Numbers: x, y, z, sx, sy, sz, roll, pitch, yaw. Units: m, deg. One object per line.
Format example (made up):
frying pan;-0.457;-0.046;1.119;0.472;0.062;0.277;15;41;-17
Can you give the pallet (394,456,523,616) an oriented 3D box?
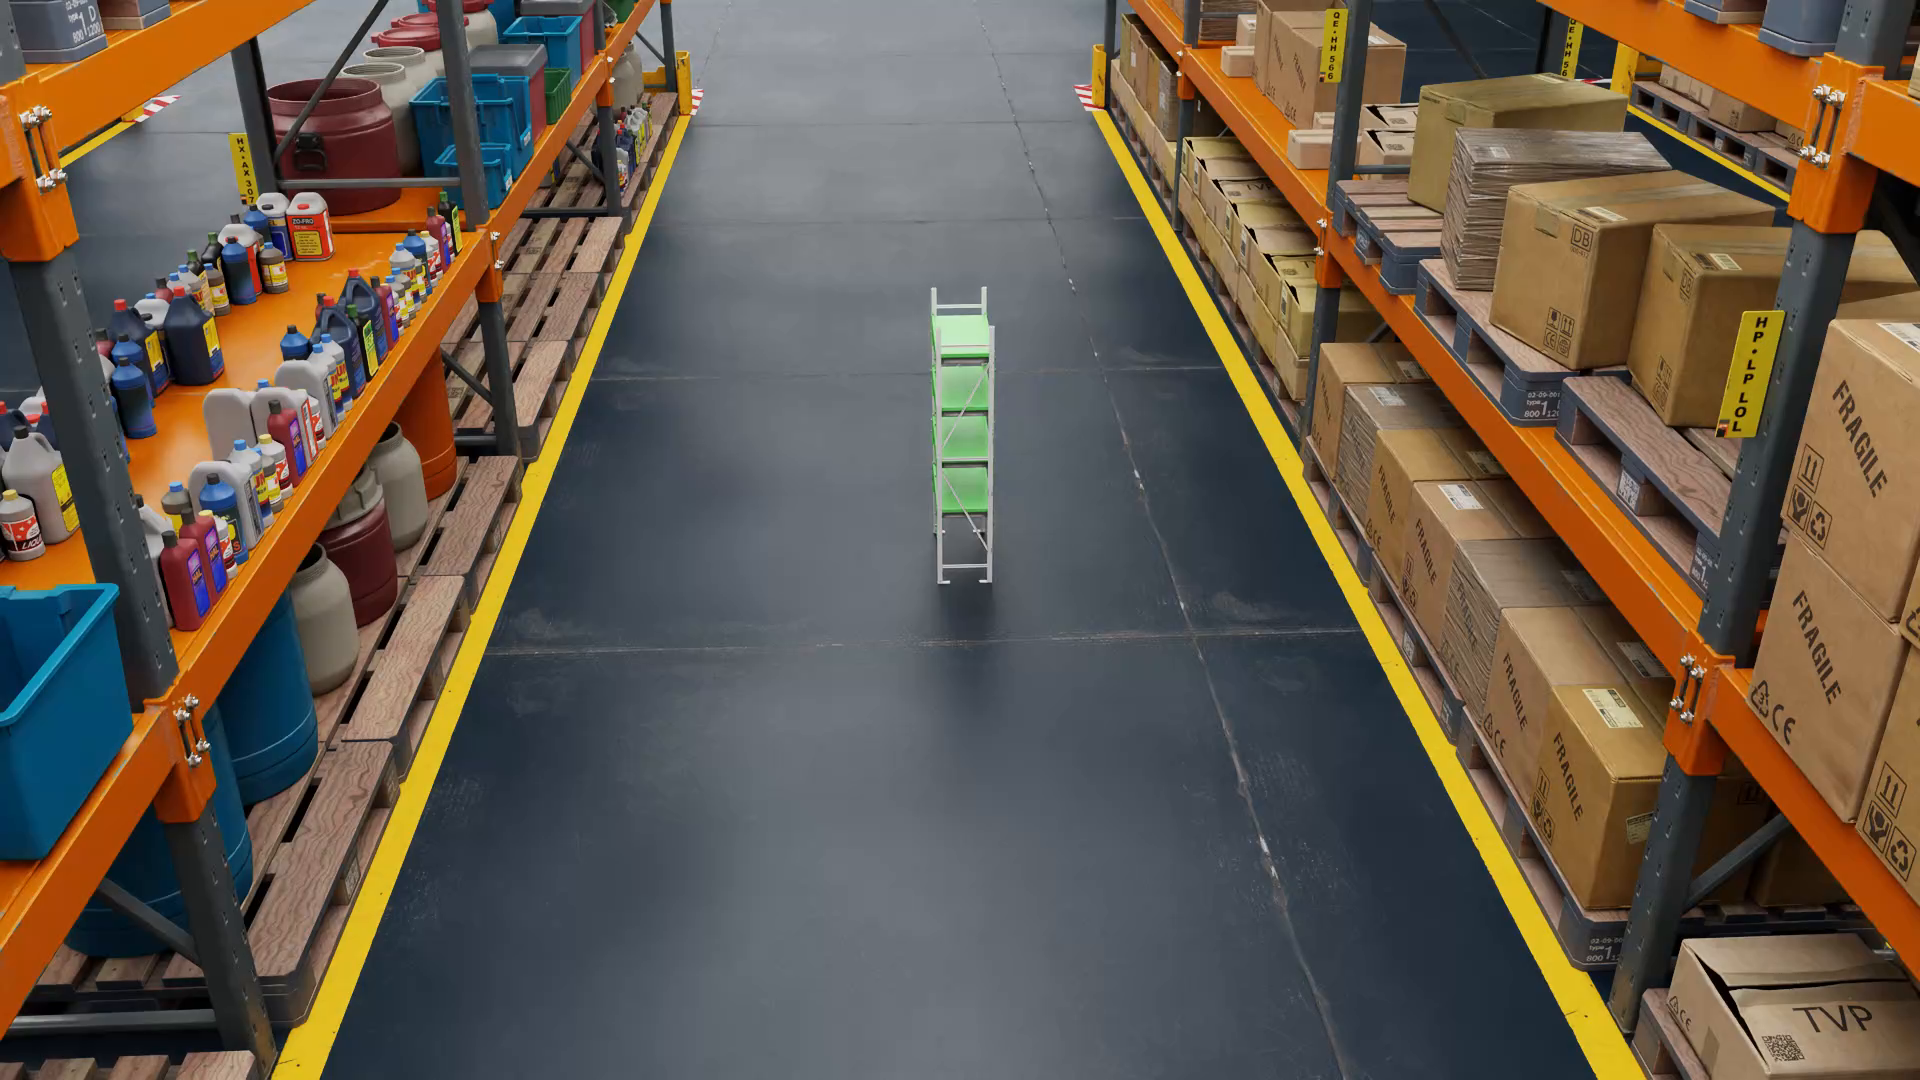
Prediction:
pallet;-2.612;-0.029;7.578;1.003;0.211;1.213;-1;28;-3

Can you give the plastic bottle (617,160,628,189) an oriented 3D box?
plastic bottle;-2.493;-2.682;12.199;0.097;0.201;0.097;0;28;0

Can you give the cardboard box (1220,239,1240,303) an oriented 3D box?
cardboard box;1.898;-1.658;10.205;0.500;0.250;0.500;-1;28;-2

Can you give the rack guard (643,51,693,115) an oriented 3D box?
rack guard;-3.062;-4.181;15.225;1.175;0.500;0.348;-1;28;-3

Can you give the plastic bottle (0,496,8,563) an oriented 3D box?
plastic bottle;-2.848;-0.069;4.773;0.152;0.276;0.135;-1;28;-3

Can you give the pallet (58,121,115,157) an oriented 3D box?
pallet;-8.048;-3.556;14.340;1.003;0.211;1.213;-1;28;-3

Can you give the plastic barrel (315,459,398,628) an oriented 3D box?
plastic barrel;-2.593;0.001;6.657;0.600;0.588;0.708;-1;28;-3

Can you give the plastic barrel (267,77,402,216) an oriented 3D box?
plastic barrel;-3.022;-1.896;7.994;0.600;0.536;0.708;-1;28;-3

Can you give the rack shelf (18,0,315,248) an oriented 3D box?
rack shelf;-2.590;-1.716;5.331;1.077;0.370;4.000;-1;28;-3

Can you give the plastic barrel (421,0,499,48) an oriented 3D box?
plastic barrel;-3.073;-3.089;10.282;0.433;0.535;0.433;0;28;0

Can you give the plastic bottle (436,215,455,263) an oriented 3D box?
plastic bottle;-2.260;-1.310;7.233;0.097;0.201;0.097;0;28;0

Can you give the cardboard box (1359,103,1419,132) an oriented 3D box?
cardboard box;2.399;-2.125;8.676;0.500;0.311;0.500;-2;28;-3

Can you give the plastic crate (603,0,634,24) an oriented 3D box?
plastic crate;-2.693;-4.016;12.435;0.450;0.188;0.662;-1;28;-3

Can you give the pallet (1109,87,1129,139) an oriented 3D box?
pallet;1.916;-3.852;14.908;1.003;0.211;1.213;-1;28;-3

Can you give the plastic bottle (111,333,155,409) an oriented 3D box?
plastic bottle;-2.874;-0.585;5.768;0.097;0.271;0.097;0;28;0

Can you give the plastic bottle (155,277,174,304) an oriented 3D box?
plastic bottle;-2.980;-0.834;6.233;0.061;0.283;0.133;-1;28;-3

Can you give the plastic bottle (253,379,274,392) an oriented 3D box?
plastic bottle;-2.314;-0.439;5.564;0.097;0.201;0.097;0;28;0

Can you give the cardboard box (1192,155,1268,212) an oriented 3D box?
cardboard box;1.837;-2.381;10.985;0.500;0.311;0.500;-2;28;-3

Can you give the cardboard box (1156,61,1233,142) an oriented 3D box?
cardboard box;1.786;-3.333;12.606;0.500;0.500;0.500;-1;28;-3

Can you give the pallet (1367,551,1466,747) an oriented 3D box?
pallet;2.314;0.398;6.759;1.003;0.211;1.213;-1;28;-3

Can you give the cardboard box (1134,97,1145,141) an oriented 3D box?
cardboard box;1.717;-3.462;13.664;0.500;0.250;0.500;-1;28;-3

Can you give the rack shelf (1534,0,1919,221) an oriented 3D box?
rack shelf;2.356;-1.834;5.557;1.077;0.370;4.000;-1;28;-3

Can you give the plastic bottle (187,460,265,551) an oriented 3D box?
plastic bottle;-2.149;-0.118;4.867;0.152;0.276;0.135;-1;28;-3

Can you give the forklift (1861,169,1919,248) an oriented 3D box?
forklift;4.564;-1.608;7.663;1.130;2.935;3.031;-2;28;-3

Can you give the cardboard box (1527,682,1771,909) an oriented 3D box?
cardboard box;2.149;0.793;5.213;0.500;0.500;0.500;-2;28;-3

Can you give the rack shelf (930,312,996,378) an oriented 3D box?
rack shelf;0.009;-0.824;7.134;0.258;0.148;0.480;-1;28;-3

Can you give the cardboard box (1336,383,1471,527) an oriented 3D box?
cardboard box;2.023;-0.374;7.452;0.500;0.500;0.500;-2;28;-5

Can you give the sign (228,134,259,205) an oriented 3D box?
sign;-3.244;-1.684;7.559;0.100;0.325;0.005;-1;28;-3

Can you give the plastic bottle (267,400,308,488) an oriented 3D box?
plastic bottle;-2.125;-0.319;5.245;0.061;0.283;0.133;-1;28;-3

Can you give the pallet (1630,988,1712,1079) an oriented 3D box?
pallet;2.496;1.654;4.350;1.003;0.211;1.213;-1;28;-3

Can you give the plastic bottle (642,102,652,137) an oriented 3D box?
plastic bottle;-2.555;-3.423;13.530;0.061;0.283;0.133;-1;28;-1

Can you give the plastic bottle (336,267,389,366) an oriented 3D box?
plastic bottle;-2.221;-0.828;6.147;0.144;0.351;0.185;-1;28;-3

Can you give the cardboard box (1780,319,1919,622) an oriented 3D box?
cardboard box;2.204;-0.162;3.629;0.500;0.500;0.500;-1;28;-1

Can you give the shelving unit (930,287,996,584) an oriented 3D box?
shelving unit;0.009;-0.456;7.326;0.258;1.200;0.503;-1;28;-3

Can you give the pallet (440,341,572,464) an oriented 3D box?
pallet;-2.697;-0.751;8.961;1.003;0.211;1.213;-1;28;-3

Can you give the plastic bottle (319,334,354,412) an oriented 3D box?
plastic bottle;-2.174;-0.581;5.760;0.097;0.271;0.097;0;28;0

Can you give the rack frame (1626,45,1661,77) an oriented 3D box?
rack frame;6.781;-5.562;15.171;1.000;3.000;0.127;-1;28;-3

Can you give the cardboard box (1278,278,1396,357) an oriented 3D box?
cardboard box;1.979;-1.198;8.716;0.500;0.311;0.500;-1;28;-1

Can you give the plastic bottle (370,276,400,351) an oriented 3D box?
plastic bottle;-2.188;-0.873;6.305;0.061;0.283;0.133;-1;28;-3

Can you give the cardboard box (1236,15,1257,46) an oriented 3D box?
cardboard box;2.112;-3.301;10.997;0.500;0.250;0.500;0;28;1

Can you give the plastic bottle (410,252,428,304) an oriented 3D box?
plastic bottle;-2.233;-1.069;6.770;0.097;0.201;0.097;0;28;0

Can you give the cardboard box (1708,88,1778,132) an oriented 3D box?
cardboard box;6.745;-3.724;13.874;0.700;0.500;0.500;-3;28;-6

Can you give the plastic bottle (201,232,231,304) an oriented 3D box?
plastic bottle;-3.009;-1.093;6.727;0.061;0.283;0.133;-1;28;-3

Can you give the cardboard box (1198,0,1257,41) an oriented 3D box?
cardboard box;2.014;-3.843;11.766;0.700;0.500;0.500;-2;28;-4

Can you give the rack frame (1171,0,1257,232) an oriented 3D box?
rack frame;2.043;-3.594;11.397;1.000;3.000;0.127;-1;28;-3

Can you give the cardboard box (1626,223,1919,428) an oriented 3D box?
cardboard box;2.560;-0.670;5.229;0.700;0.500;0.500;3;28;5

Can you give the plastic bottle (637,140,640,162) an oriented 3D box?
plastic bottle;-2.533;-3.031;12.869;0.097;0.201;0.097;0;28;0

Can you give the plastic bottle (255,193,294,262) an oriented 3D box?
plastic bottle;-2.995;-1.366;7.259;0.152;0.276;0.135;-1;28;-3

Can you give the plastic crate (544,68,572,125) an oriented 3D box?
plastic crate;-2.531;-2.584;9.691;0.450;0.188;0.662;-1;28;-3

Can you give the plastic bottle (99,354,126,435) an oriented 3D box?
plastic bottle;-2.894;-0.471;5.544;0.152;0.276;0.135;-1;28;-3
